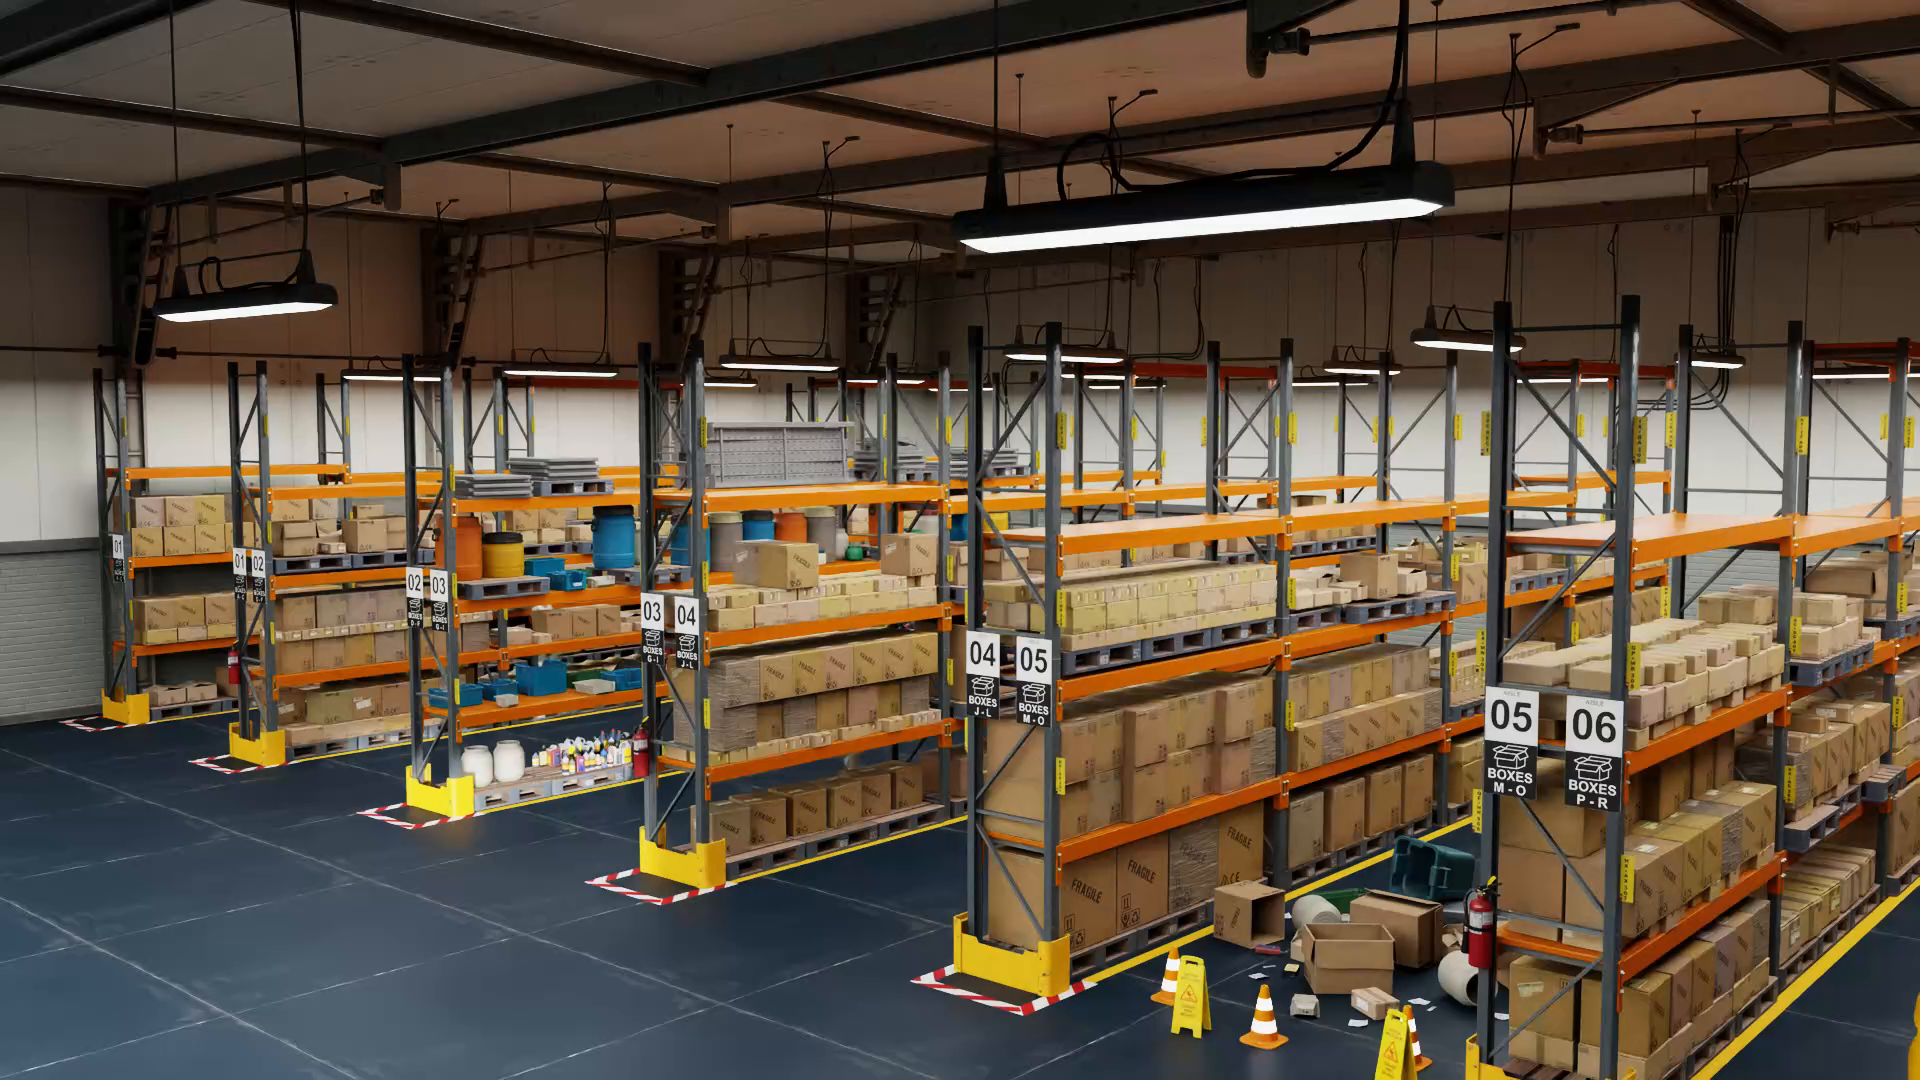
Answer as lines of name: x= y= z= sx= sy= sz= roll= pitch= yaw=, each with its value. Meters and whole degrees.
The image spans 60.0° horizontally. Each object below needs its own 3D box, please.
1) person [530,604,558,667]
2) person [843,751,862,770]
person: x=-8.115 y=1.884 z=32.720 sx=0.646 sy=1.829 sz=0.577 roll=-2 pitch=5 yaw=-29
person: x=-1.434 y=2.553 z=23.862 sx=0.451 sy=1.740 sz=0.528 roll=-1 pitch=4 yaw=-13
